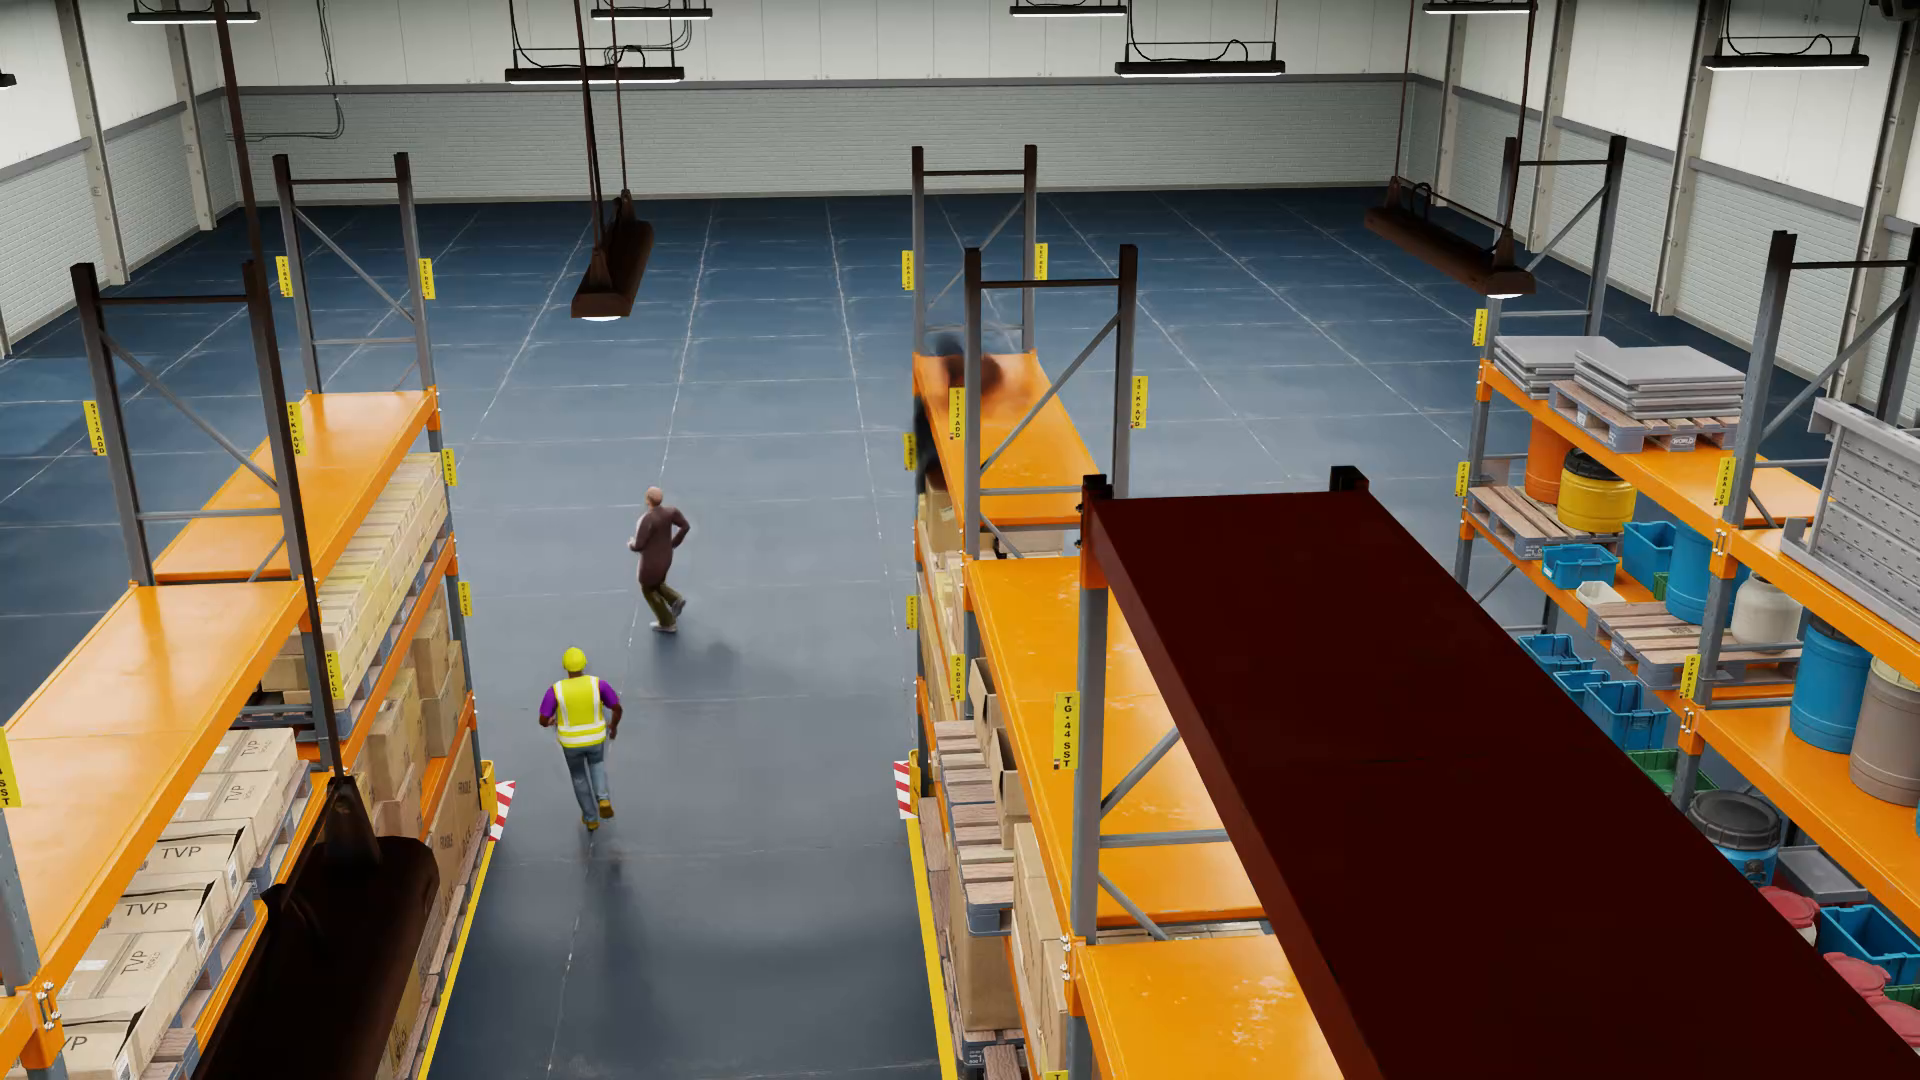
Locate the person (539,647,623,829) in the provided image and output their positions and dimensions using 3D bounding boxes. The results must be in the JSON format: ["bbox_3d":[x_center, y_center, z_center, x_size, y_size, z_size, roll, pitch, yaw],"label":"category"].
[{"bbox_3d":[-3.387,1.755,14.862,0.712,1.730,0.575,-9,23,-20],"label":"person"}]

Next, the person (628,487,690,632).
[{"bbox_3d":[-3.448,0.206,18.784,0.625,1.736,0.716,12,25,29],"label":"person"}]
